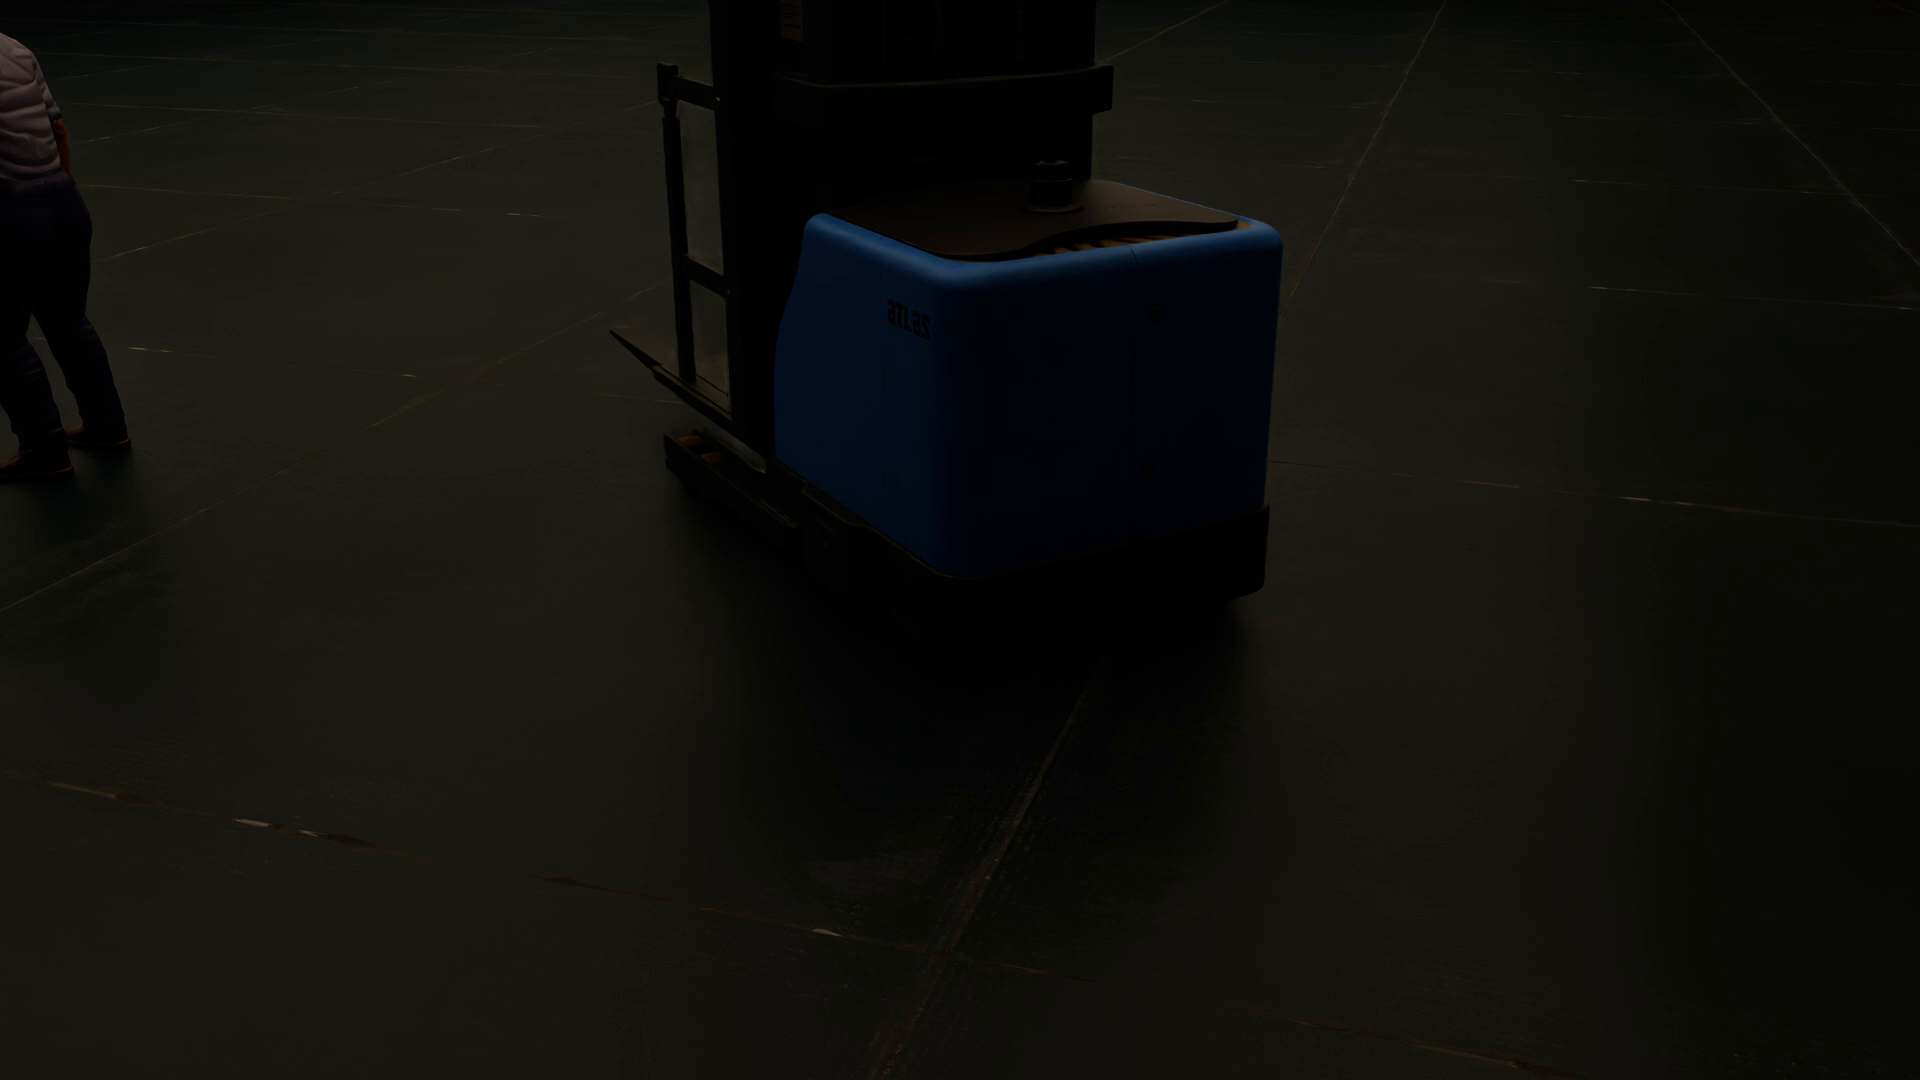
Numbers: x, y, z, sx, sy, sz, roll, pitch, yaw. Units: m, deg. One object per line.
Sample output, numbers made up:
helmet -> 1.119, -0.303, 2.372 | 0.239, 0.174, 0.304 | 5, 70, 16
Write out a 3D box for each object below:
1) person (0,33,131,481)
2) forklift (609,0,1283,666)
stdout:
person -> -3.096, -1.031, 5.458 | 0.373, 1.650, 0.549 | 5, 23, 11
forklift -> -0.332, -1.556, 5.050 | 1.130, 2.935, 3.031 | -13, 26, -28
